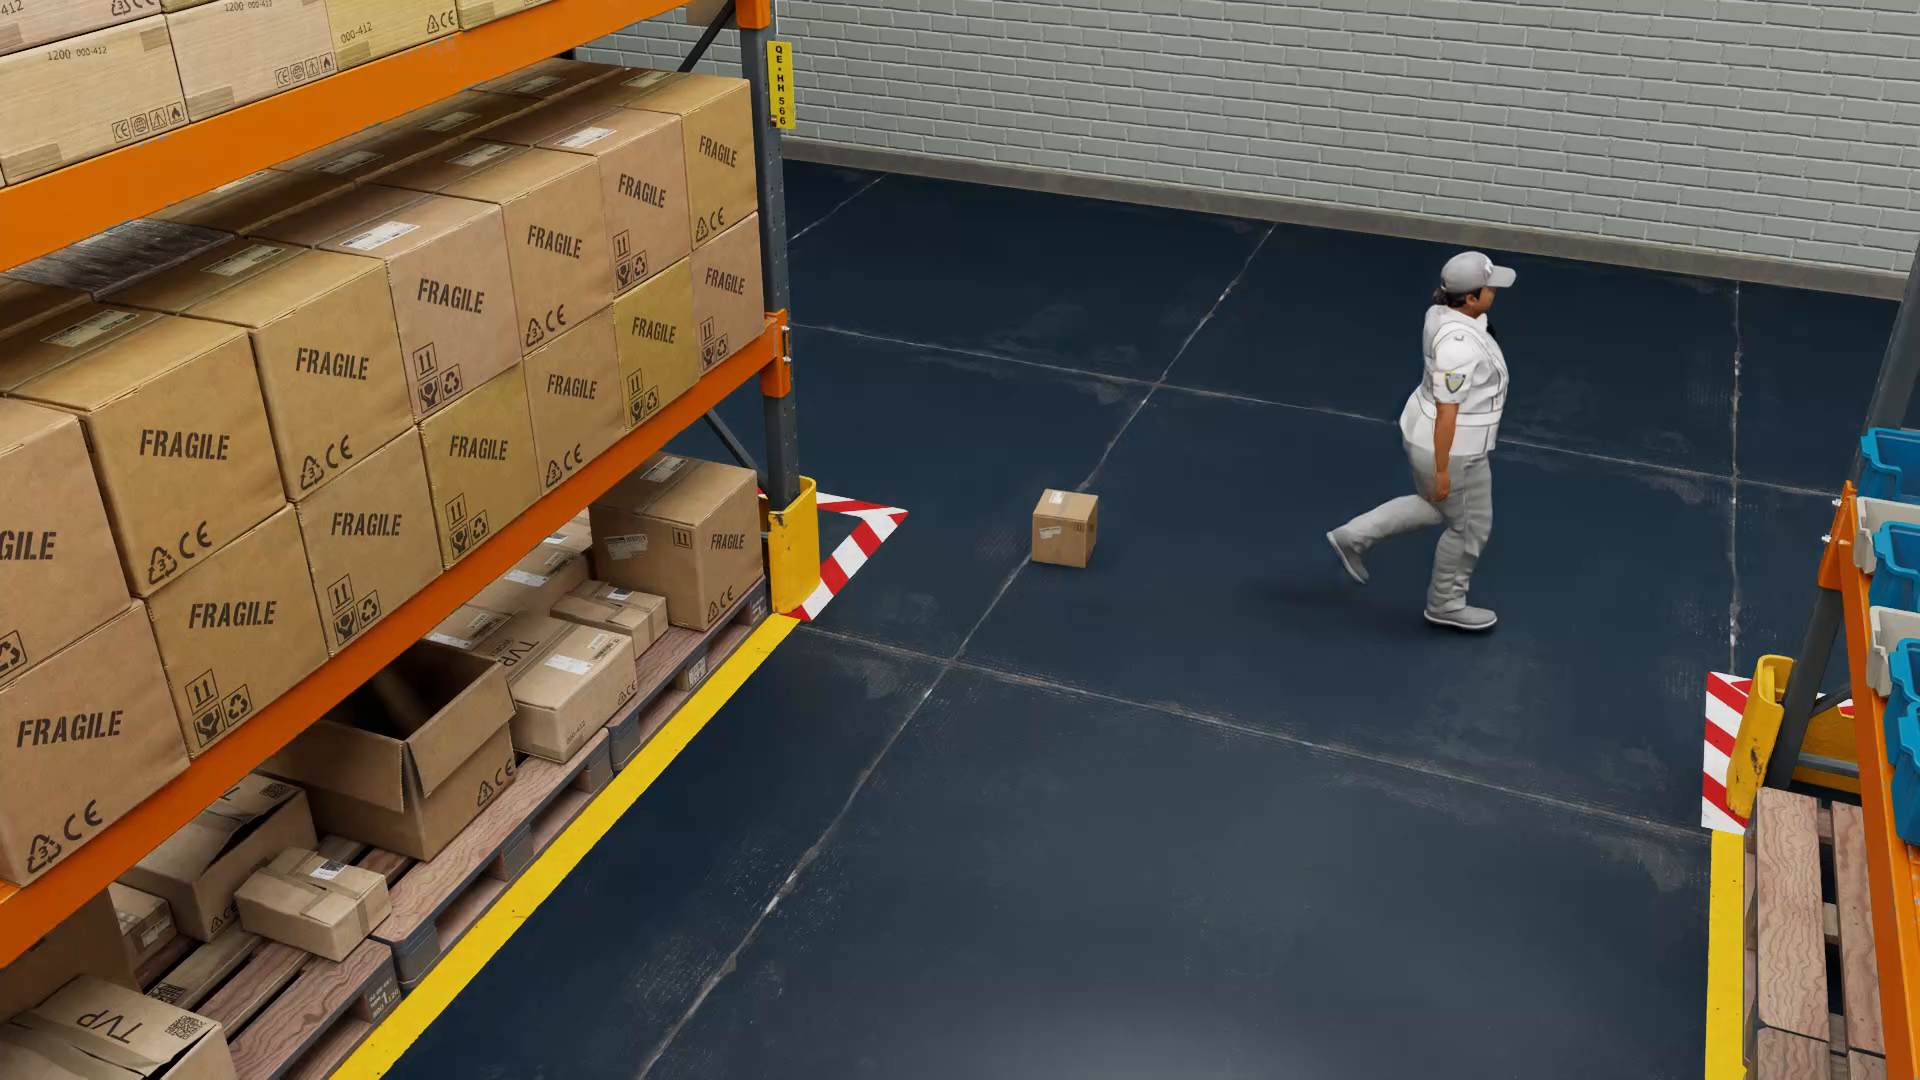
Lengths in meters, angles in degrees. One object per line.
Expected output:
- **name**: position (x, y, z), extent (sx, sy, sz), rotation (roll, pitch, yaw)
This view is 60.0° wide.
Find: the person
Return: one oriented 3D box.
- **person**: position (1.937, -0.407, 6.804), extent (0.727, 1.636, 0.482), rotation (3, 30, 5)
